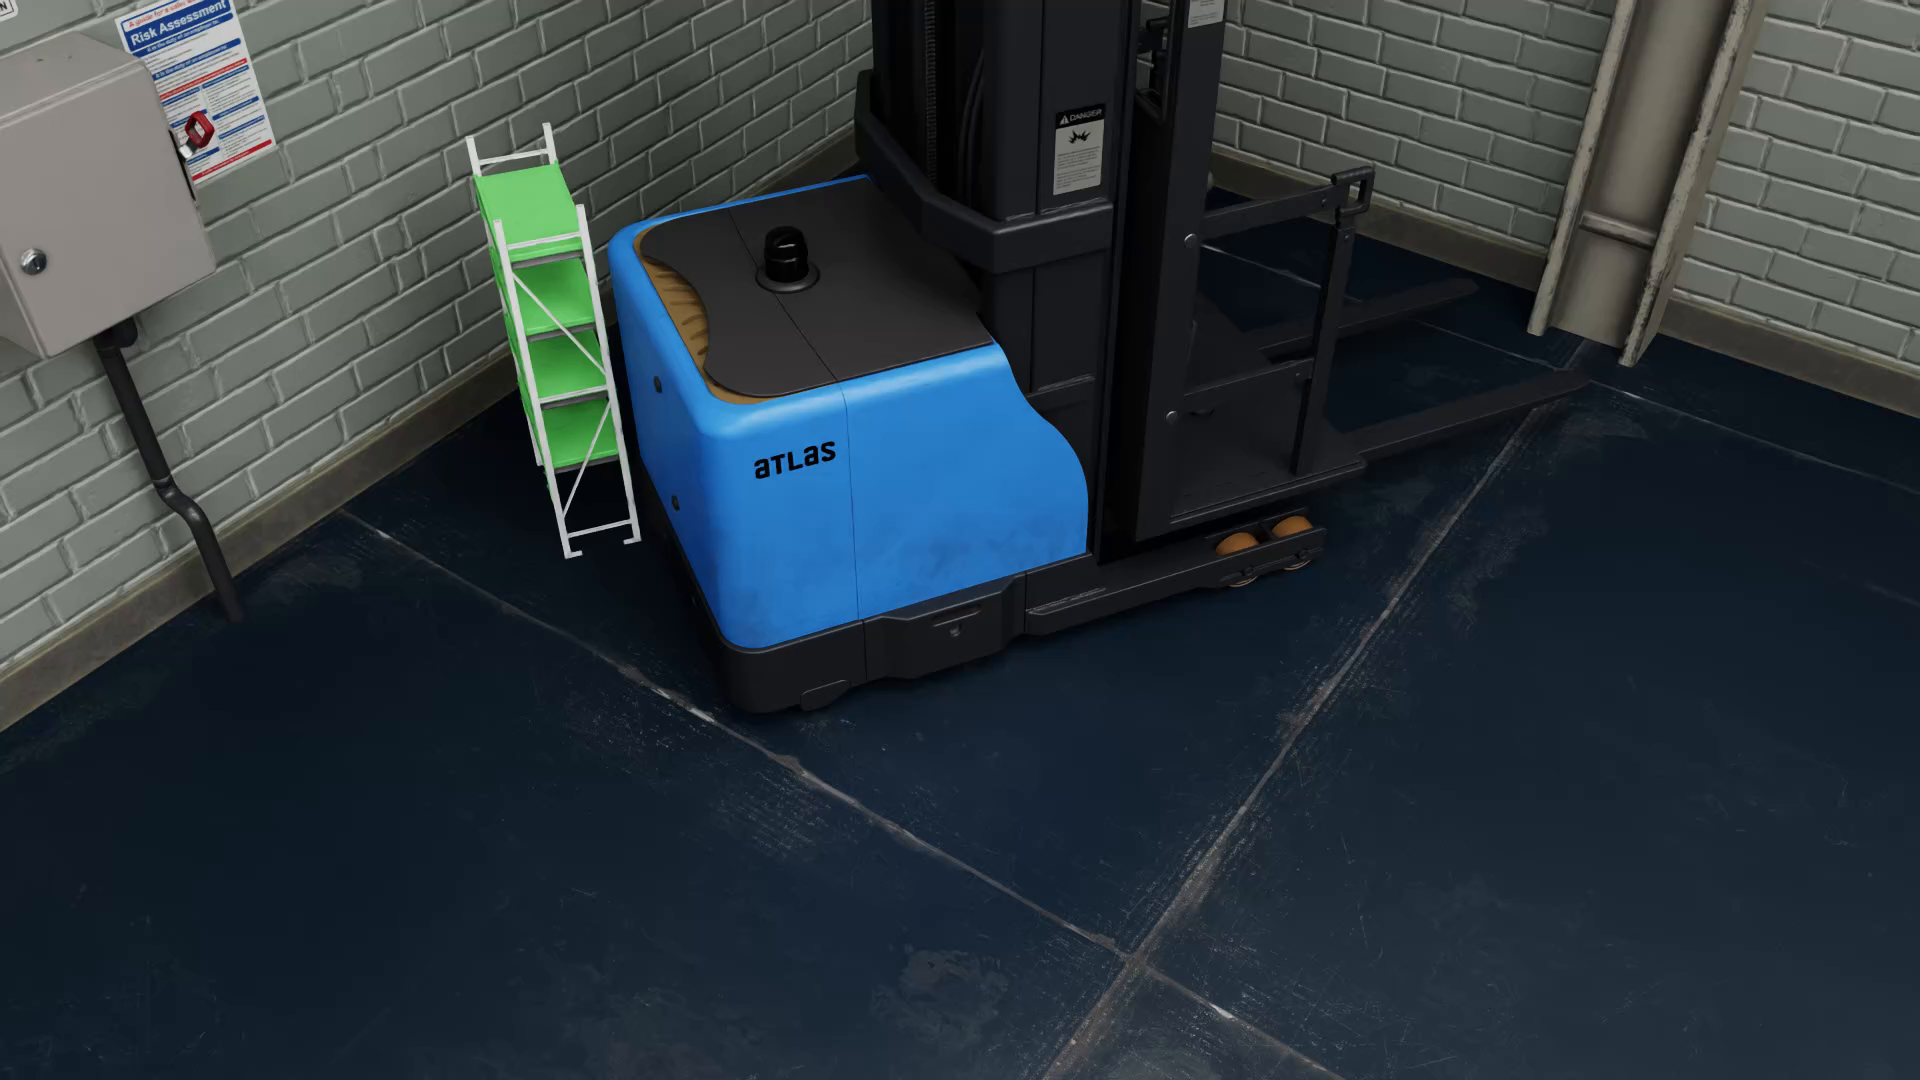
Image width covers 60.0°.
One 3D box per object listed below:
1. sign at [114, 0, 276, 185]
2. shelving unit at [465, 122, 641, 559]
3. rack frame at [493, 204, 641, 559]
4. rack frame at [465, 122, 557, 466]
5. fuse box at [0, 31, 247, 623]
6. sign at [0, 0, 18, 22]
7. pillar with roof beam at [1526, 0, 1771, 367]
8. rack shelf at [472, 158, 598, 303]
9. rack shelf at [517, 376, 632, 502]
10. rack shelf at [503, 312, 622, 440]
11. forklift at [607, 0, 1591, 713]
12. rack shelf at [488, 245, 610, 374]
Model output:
[{"bbox_3d":[-2.020,-1.207,4.420,0.001,0.494,0.329,25,48,25],"label":"sign"},{"bbox_3d":[-1.207,-0.573,4.991,0.258,1.200,0.503,-14,44,-15],"label":"shelving unit"},{"bbox_3d":[-1.120,-0.421,4.821,0.240,1.200,0.015,-14,44,-15],"label":"rack frame"},{"bbox_3d":[-1.294,-0.725,5.161,0.240,1.200,0.015,-14,44,-15],"label":"rack frame"},{"bbox_3d":[-2.134,-0.413,4.428,0.414,1.711,0.539,25,48,25],"label":"fuse box"},{"bbox_3d":[-2.336,-1.250,3.778,0.001,0.242,0.339,25,48,25],"label":"sign"},{"bbox_3d":[-0.145,-1.777,0.488,0.400,9.000,9.100,25,48,25],"label":"pillar with roof beam"},{"bbox_3d":[-1.207,-0.883,4.713,0.258,0.148,0.480,-14,44,-15],"label":"rack shelf"},{"bbox_3d":[-1.207,-0.347,5.193,0.258,0.148,0.480,-14,44,-15],"label":"rack shelf"},{"bbox_3d":[-1.207,-0.525,5.033,0.258,0.148,0.480,-14,44,-15],"label":"rack shelf"},{"bbox_3d":[0.572,-1.257,4.457,3.031,2.935,1.130,-16,44,-17],"label":"forklift"},{"bbox_3d":[-1.207,-0.704,4.873,0.258,0.148,0.480,-14,44,-15],"label":"rack shelf"}]
